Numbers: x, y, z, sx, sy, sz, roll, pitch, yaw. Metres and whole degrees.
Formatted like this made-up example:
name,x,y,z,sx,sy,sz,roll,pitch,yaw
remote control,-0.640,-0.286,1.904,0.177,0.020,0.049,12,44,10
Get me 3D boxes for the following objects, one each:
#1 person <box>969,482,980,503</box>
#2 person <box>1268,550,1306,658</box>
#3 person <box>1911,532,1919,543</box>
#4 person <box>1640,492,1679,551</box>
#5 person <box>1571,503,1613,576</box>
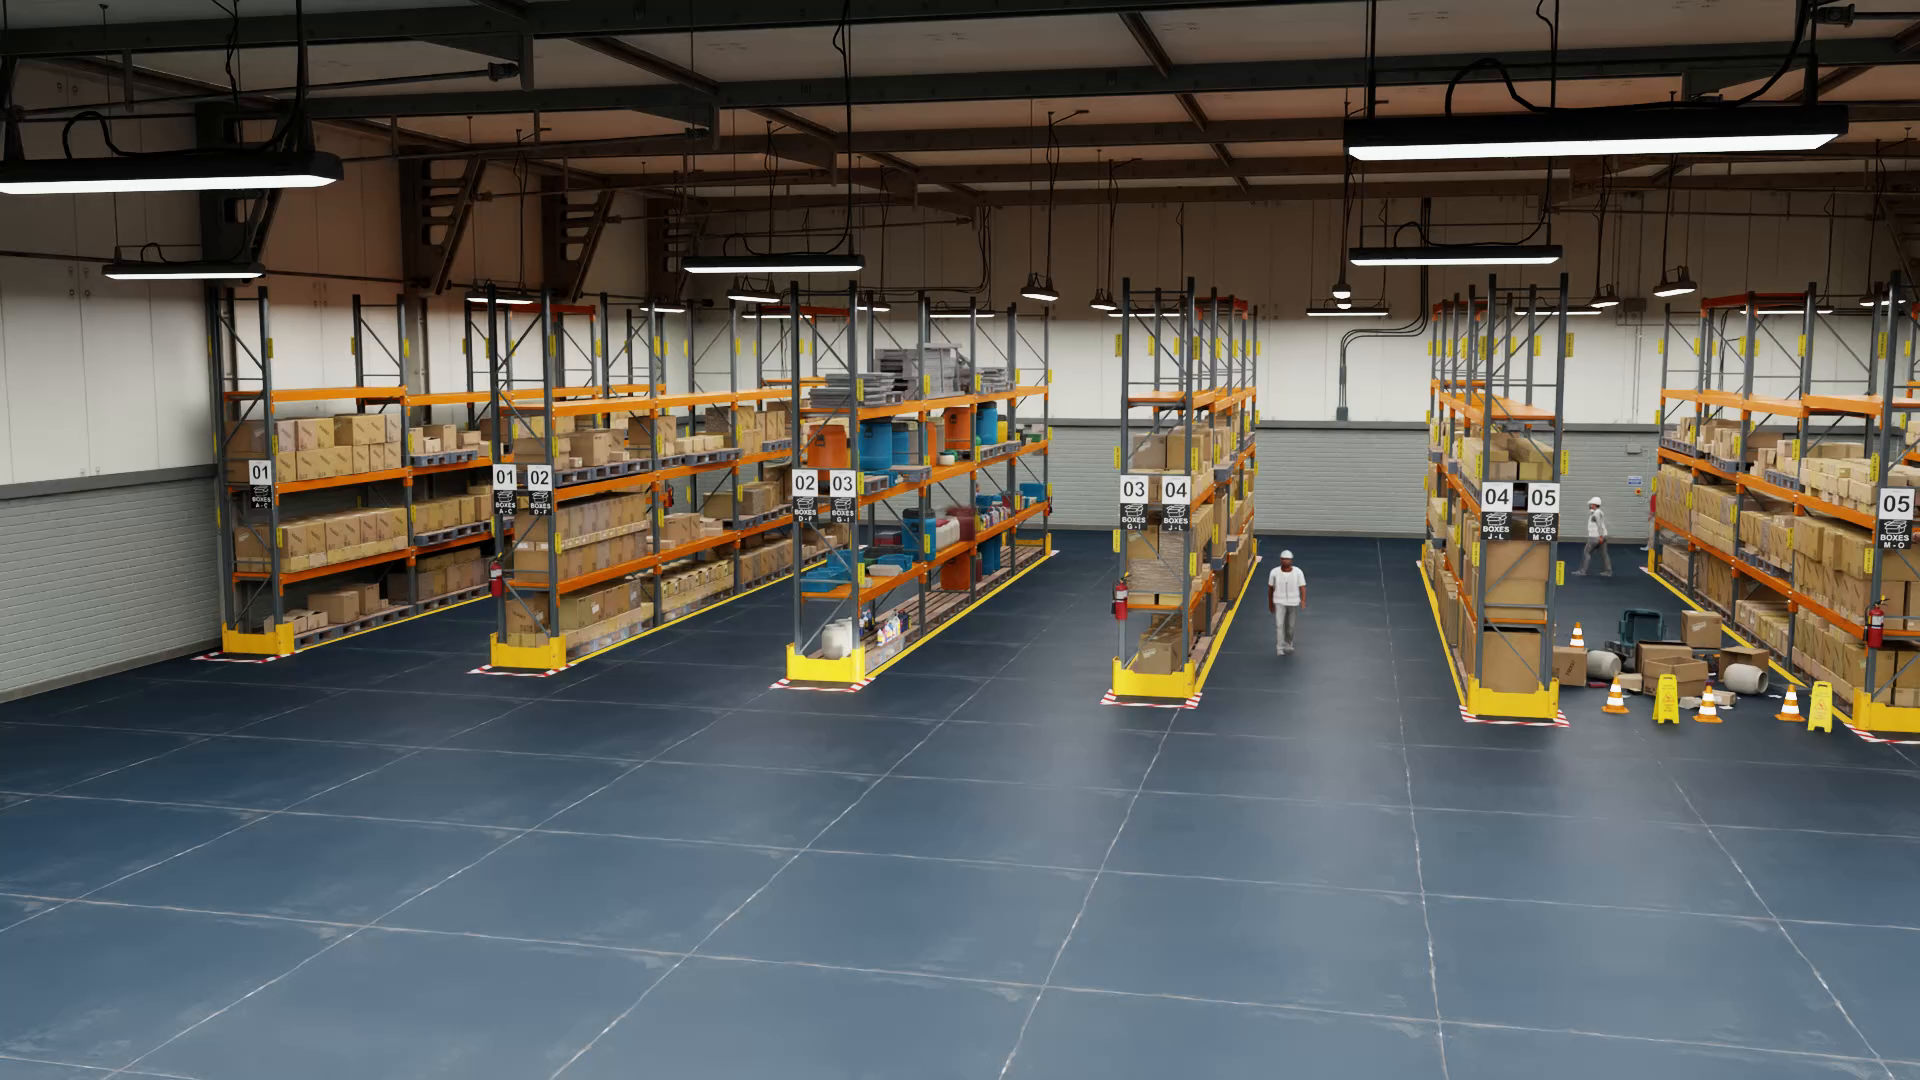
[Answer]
name,x,y,z,sx,sy,sz,roll,pitch,yaw
person,0.305,-0.635,41.899,0.637,1.637,0.524,2,7,14
person,5.322,1.030,27.030,0.595,1.716,1.031,1,7,8
person,17.219,0.788,29.866,0.520,1.665,0.556,0,7,-3
person,17.341,-0.575,41.179,0.991,1.684,0.536,0,7,2
person,14.018,-0.050,36.639,0.510,1.696,0.868,-5,8,-38
